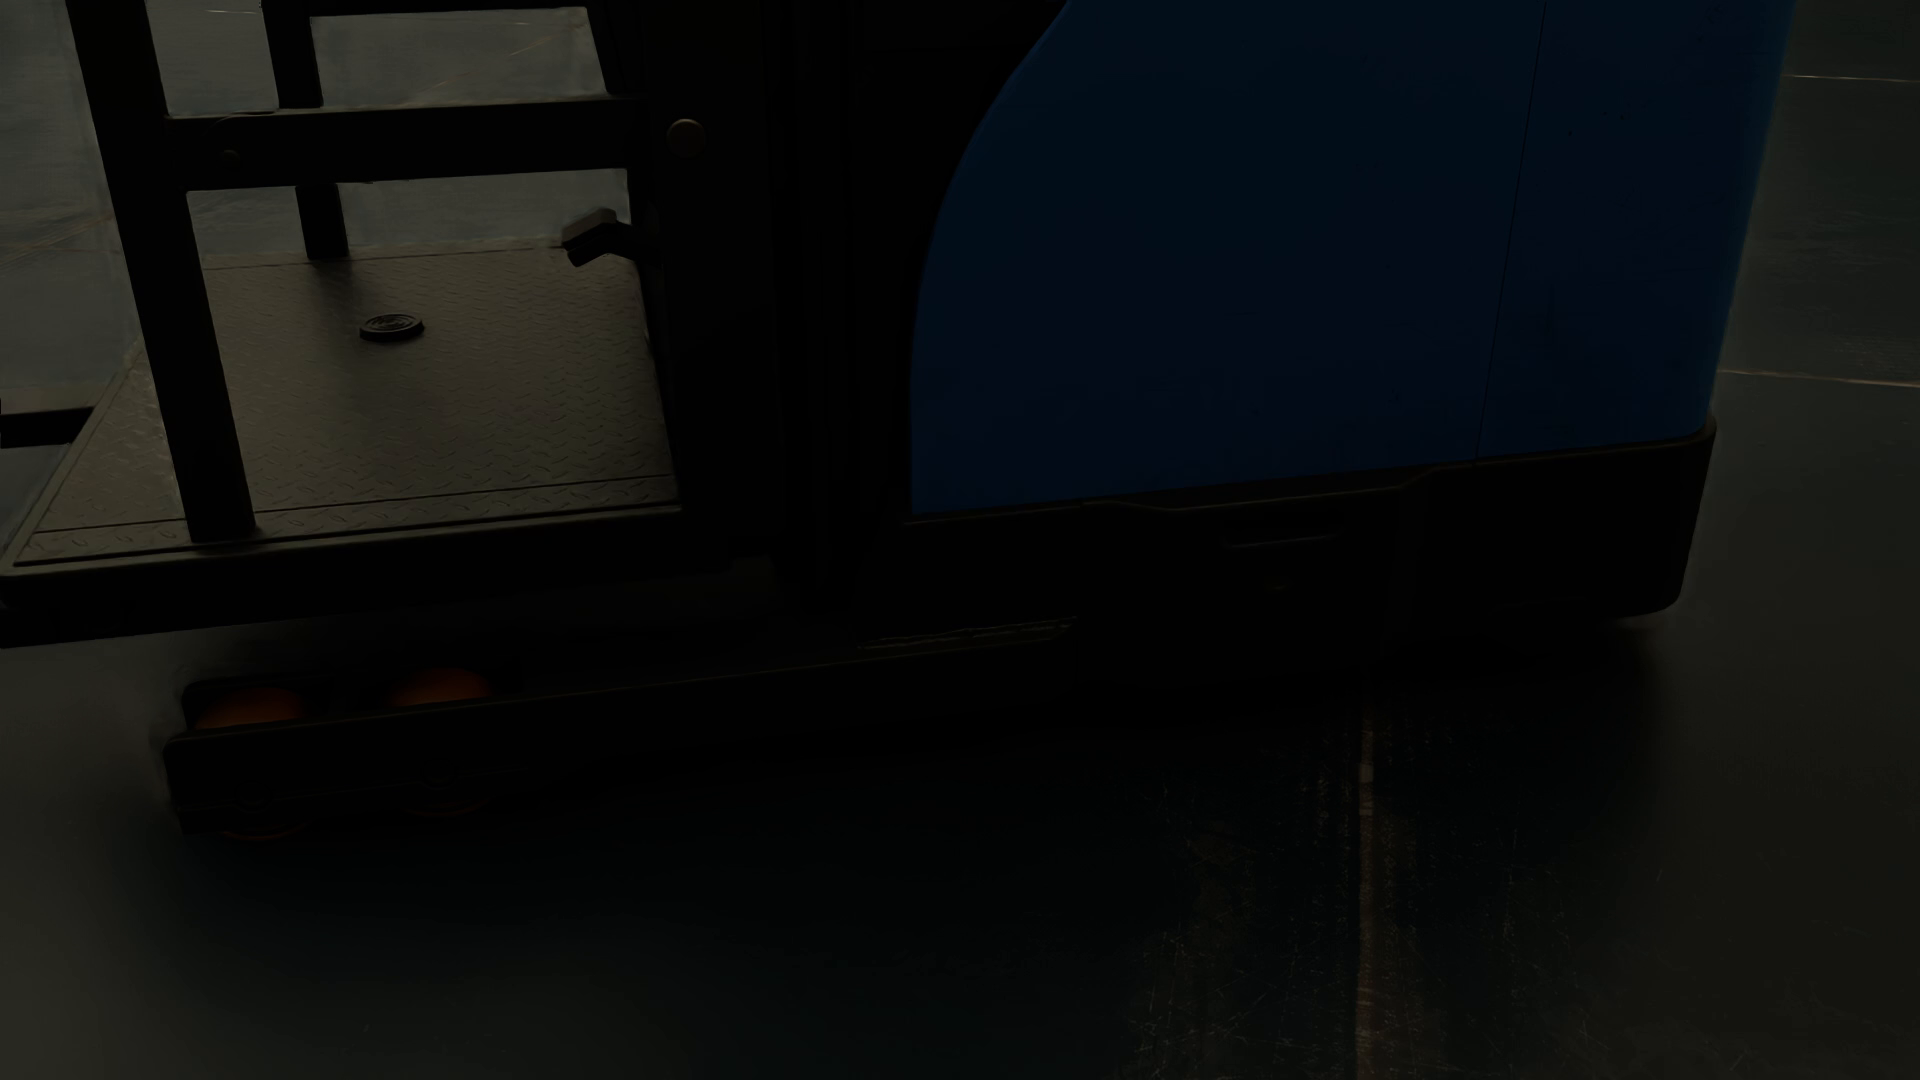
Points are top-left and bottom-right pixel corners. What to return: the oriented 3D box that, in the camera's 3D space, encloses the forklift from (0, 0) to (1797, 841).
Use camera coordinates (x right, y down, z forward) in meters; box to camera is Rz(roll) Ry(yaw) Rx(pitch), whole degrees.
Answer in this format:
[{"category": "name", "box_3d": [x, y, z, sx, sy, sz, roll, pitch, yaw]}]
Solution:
[{"category": "forklift", "box_3d": [-0.610, -1.237, 1.698, 3.031, 2.935, 1.130, -6, 27, -11]}]
